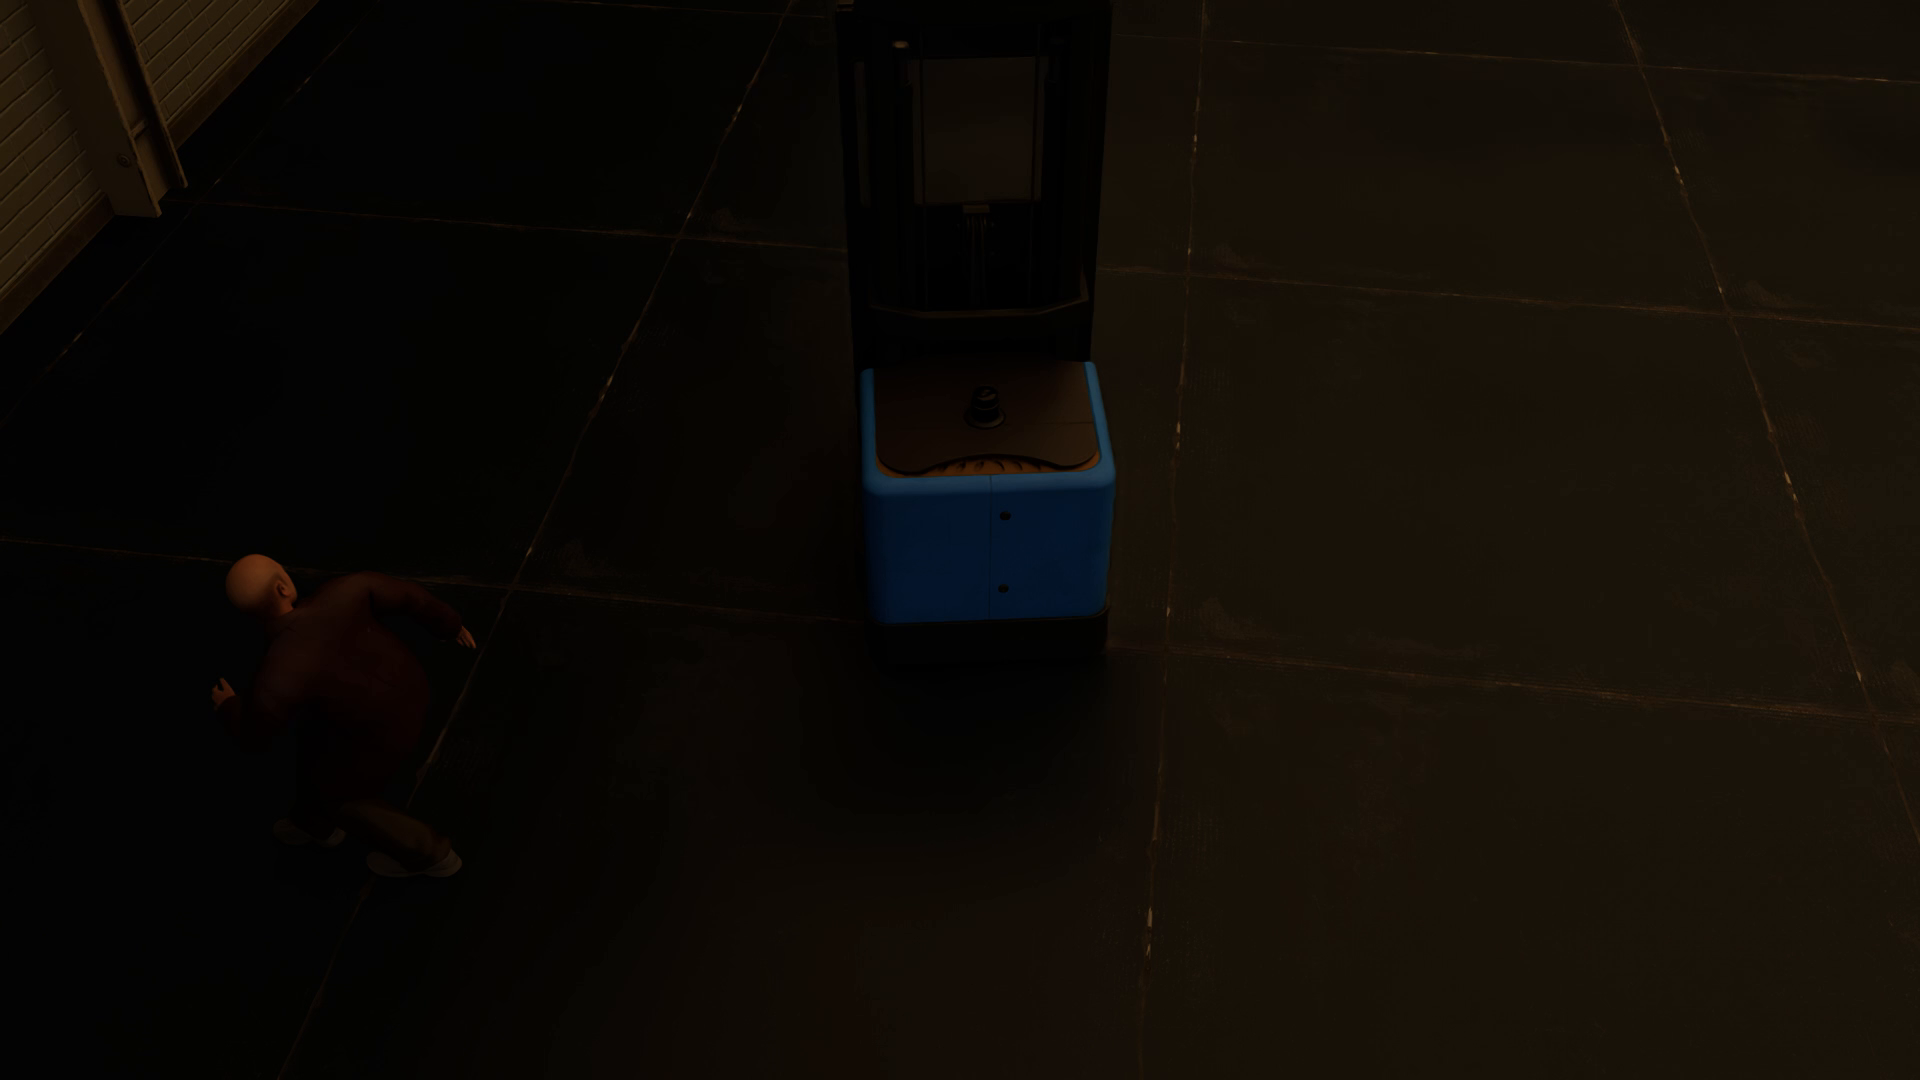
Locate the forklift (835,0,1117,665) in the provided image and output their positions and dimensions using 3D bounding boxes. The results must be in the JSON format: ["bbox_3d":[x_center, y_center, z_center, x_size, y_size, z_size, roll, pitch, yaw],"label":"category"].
[{"bbox_3d":[0.040,-1.524,7.383,1.130,2.935,3.031,-2,43,-2],"label":"forklift"}]

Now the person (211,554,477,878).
[{"bbox_3d":[-2.314,0.579,6.103,0.818,1.599,0.804,9,43,10],"label":"person"}]
